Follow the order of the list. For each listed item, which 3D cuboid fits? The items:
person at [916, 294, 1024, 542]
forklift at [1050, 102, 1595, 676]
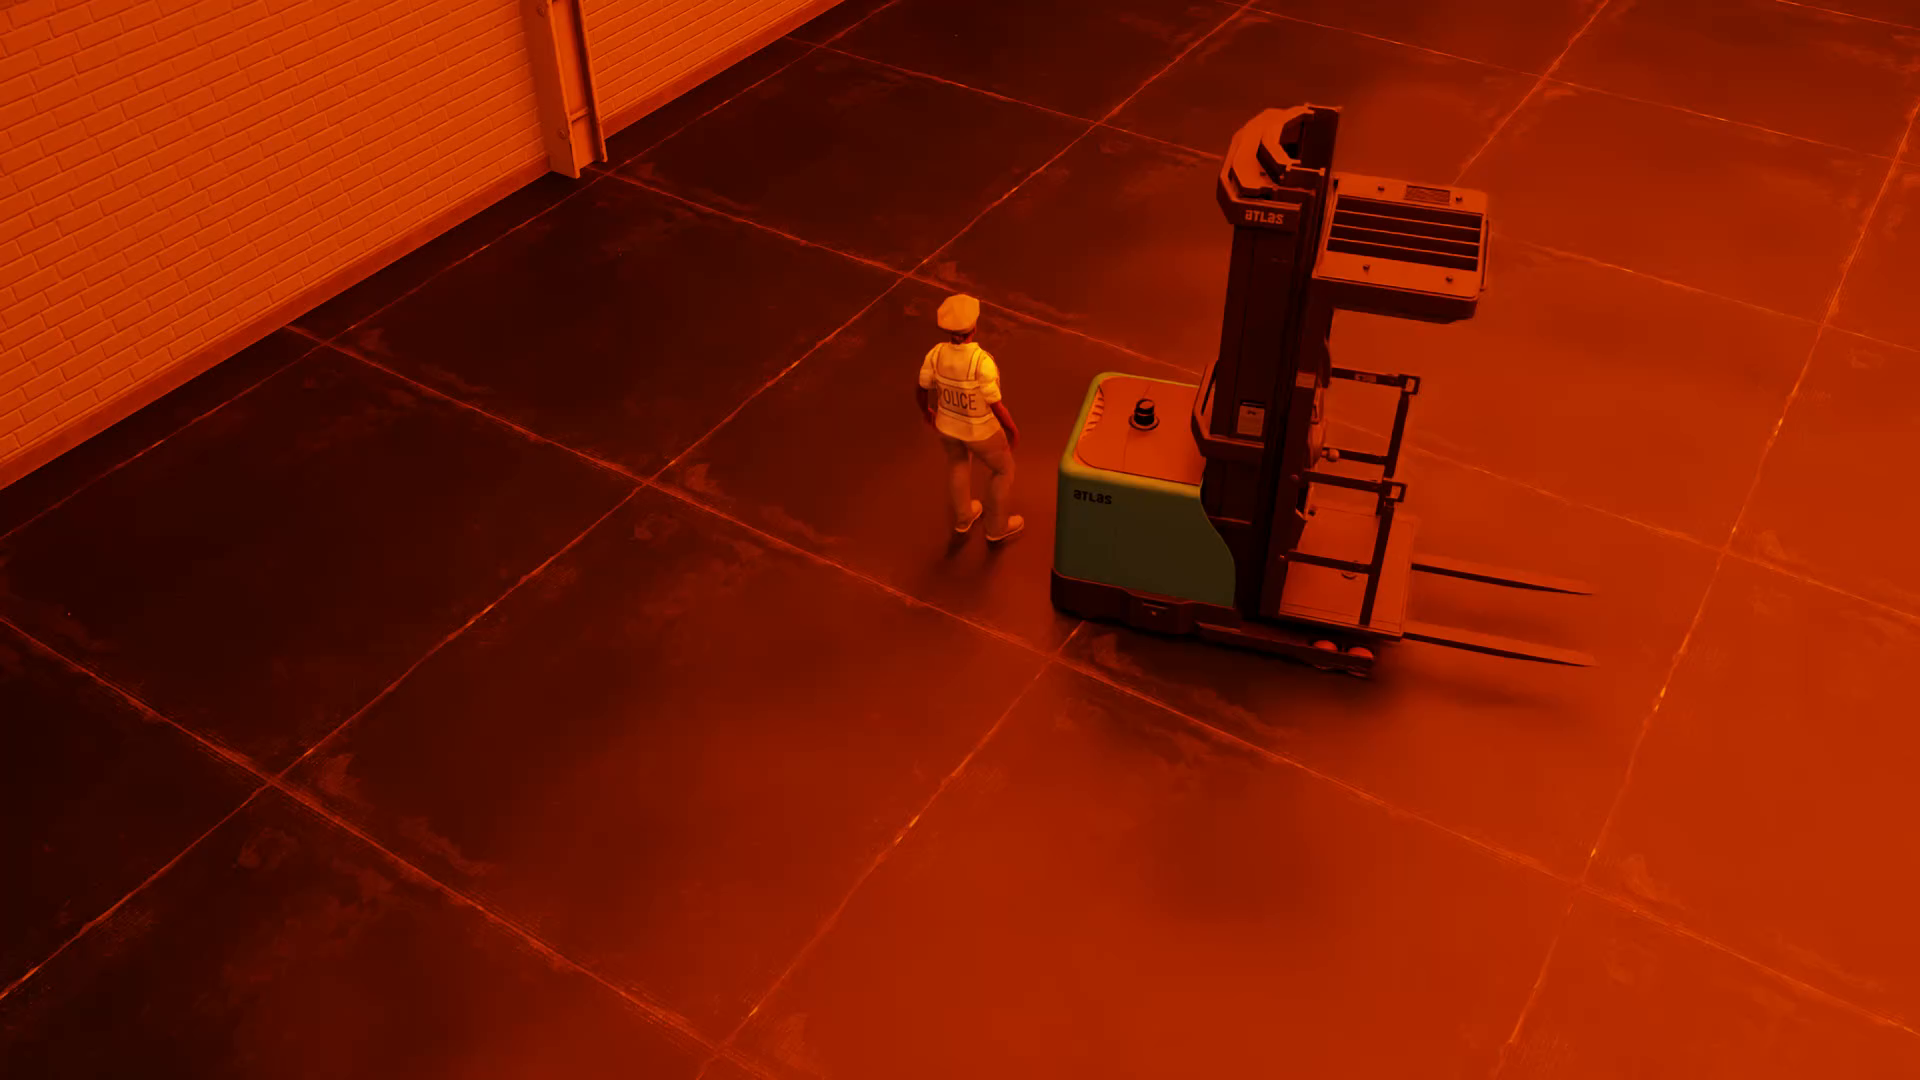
[{"bbox_3d":[0.067,-0.701,9.784,0.630,1.661,0.438,19,44,21],"label":"person"},{"bbox_3d":[2.102,-0.739,8.839,3.031,2.935,1.130,11,41,12],"label":"forklift"}]
